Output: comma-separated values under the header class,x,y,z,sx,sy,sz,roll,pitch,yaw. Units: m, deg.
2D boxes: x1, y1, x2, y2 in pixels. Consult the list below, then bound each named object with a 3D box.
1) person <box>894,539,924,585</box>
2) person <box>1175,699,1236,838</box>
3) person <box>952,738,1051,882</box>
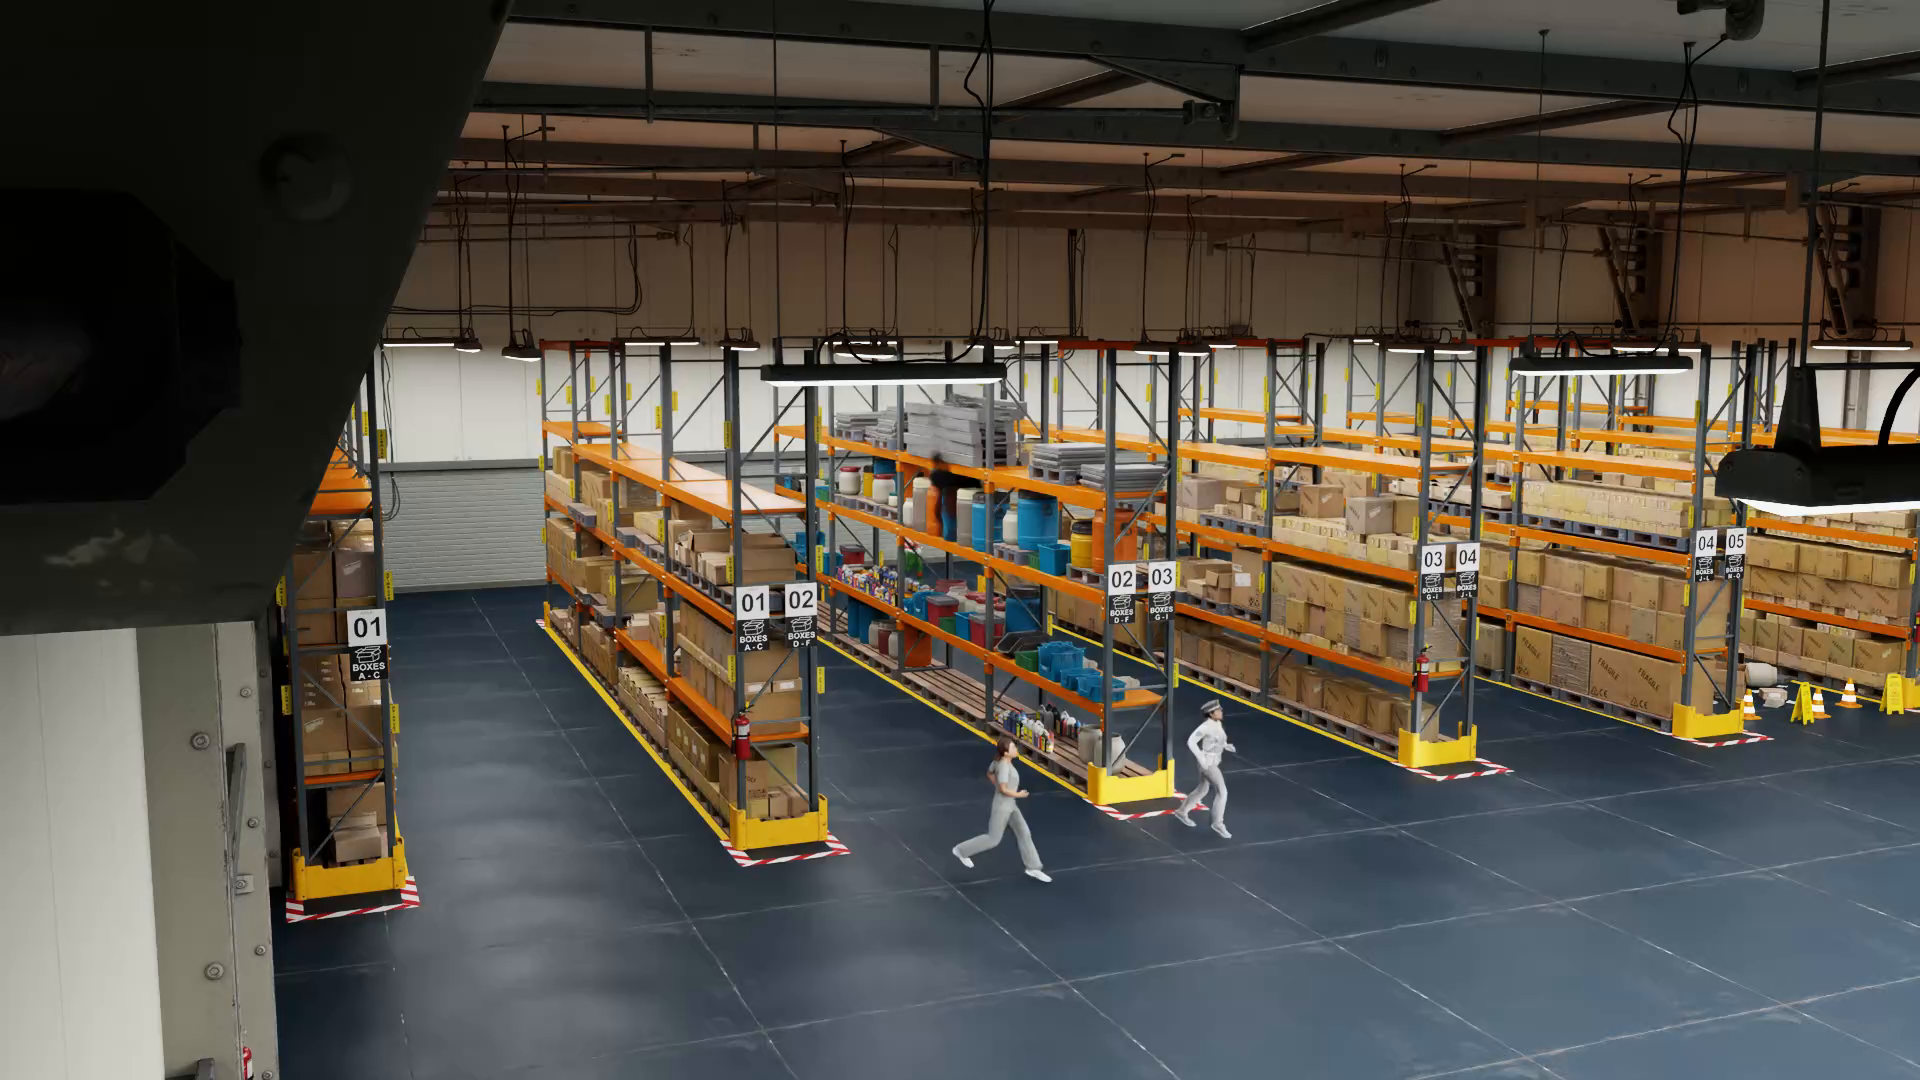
class,x,y,z,sx,sy,sz,roll,pitch,yaw
person,-1.185,0.327,39.808,0.965,1.728,0.677,-2,8,-12
person,3.048,2.819,20.697,0.753,1.747,0.599,3,8,21
person,0.472,3.069,18.882,1.126,1.674,0.535,1,8,10
